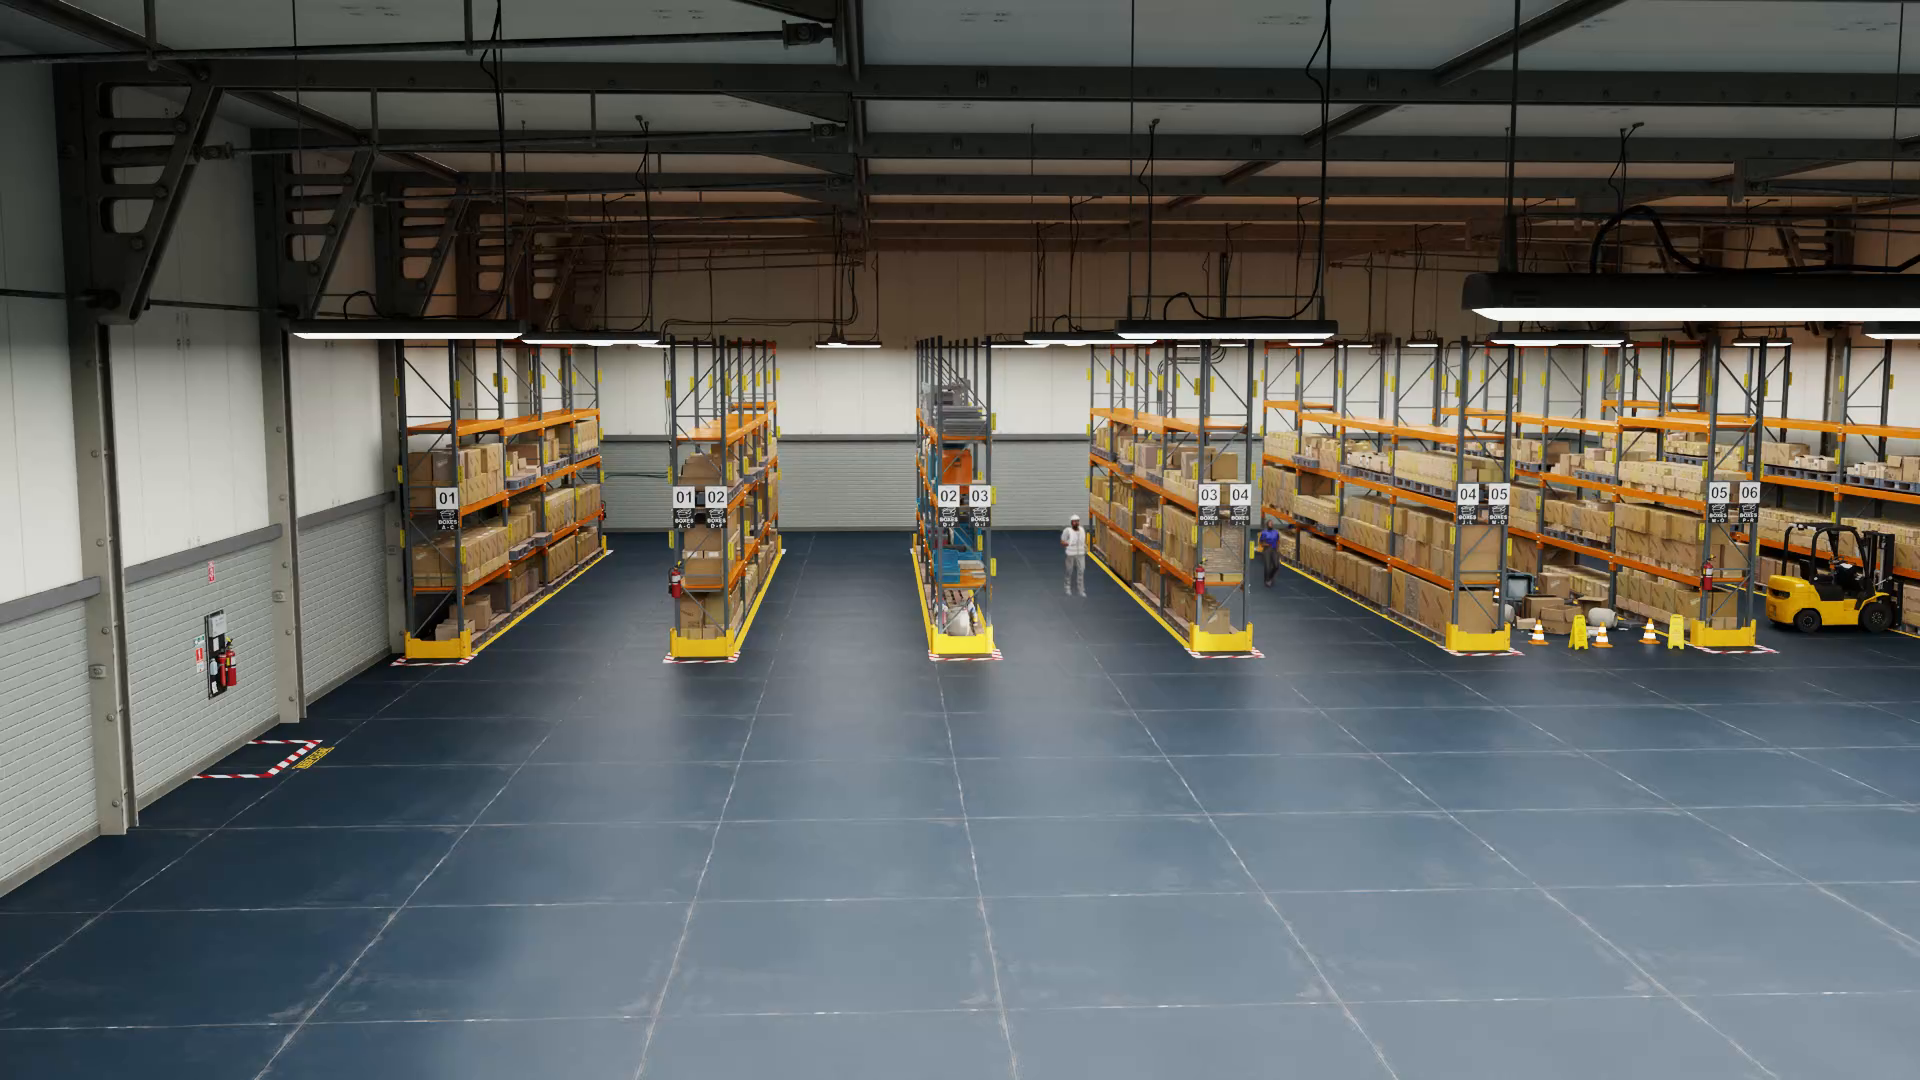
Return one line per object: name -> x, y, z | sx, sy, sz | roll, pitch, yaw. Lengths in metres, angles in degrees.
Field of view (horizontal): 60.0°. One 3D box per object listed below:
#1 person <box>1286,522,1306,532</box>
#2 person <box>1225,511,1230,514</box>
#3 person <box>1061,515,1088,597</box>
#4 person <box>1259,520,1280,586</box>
person -> 9.944, -0.645, 49.029 | 0.760, 1.712, 0.577 | 0, 6, -3
person -> 7.482, -0.283, 45.780 | 0.615, 1.635, 0.560 | 0, 6, 1
person -> 2.556, 0.357, 36.789 | 0.681, 1.827, 0.909 | -2, 7, -19
person -> 7.569, 0.321, 40.430 | 0.563, 1.618, 0.572 | -1, 7, -8
